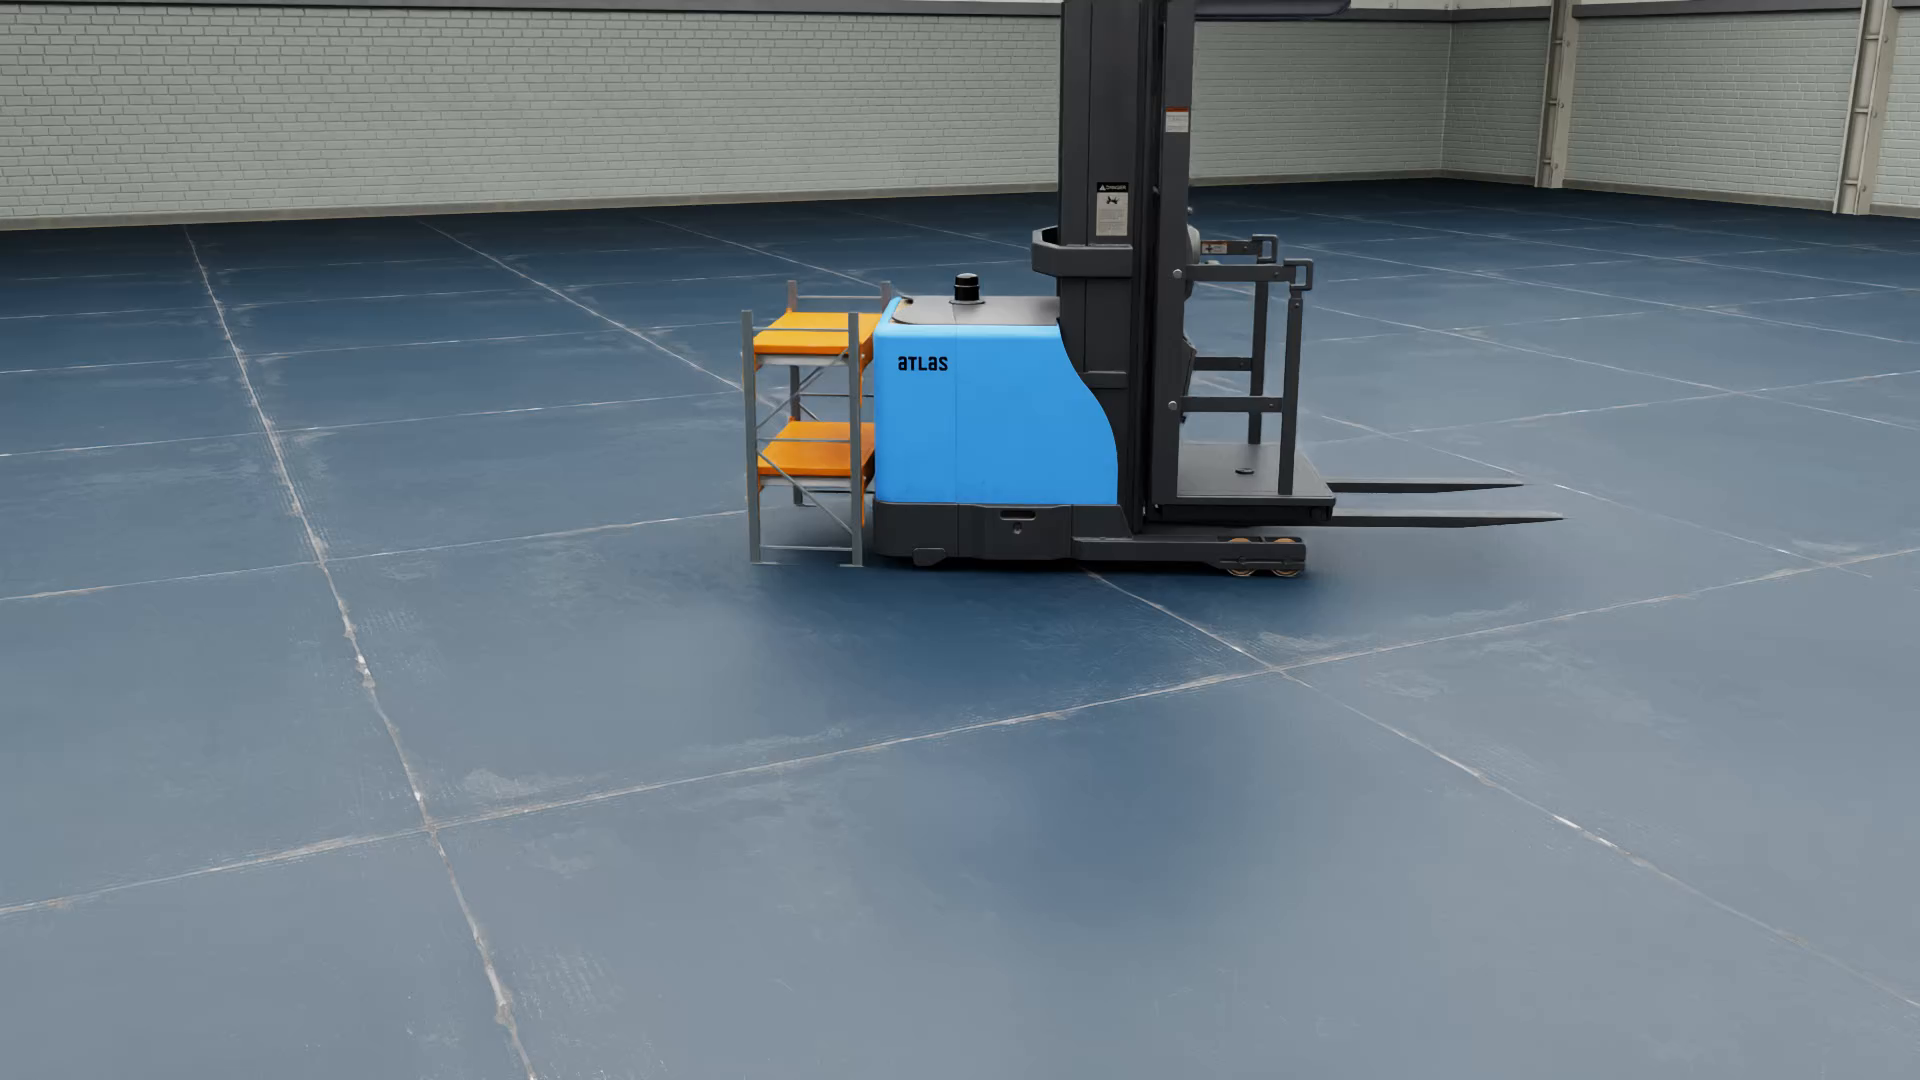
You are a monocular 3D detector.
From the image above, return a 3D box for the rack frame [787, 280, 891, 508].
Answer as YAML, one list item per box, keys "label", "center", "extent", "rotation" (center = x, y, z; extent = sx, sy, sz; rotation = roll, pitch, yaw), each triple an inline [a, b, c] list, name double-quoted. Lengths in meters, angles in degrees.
- label: "rack frame"
  center: [-0.584, -0.708, 8.180]
  extent: [0.500, 1.125, 0.032]
  rotation: [1, 16, 5]

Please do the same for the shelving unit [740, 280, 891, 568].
- label: "shelving unit"
  center: [-0.632, -0.569, 7.693]
  extent: [0.538, 1.125, 1.048]
  rotation: [1, 16, 5]

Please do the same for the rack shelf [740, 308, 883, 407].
- label: "rack shelf"
  center: [-0.632, -0.850, 7.613]
  extent: [0.538, 0.278, 1.000]
  rotation: [1, 16, 5]

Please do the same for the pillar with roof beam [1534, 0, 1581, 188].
- label: "pillar with roof beam"
  center: [6.653, -10.111, 26.669]
  extent: [9.100, 9.000, 0.400]
  rotation: [-8, 18, -25]

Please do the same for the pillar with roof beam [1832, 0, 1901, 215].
- label: "pillar with roof beam"
  center: [9.281, -8.623, 21.484]
  extent: [9.100, 9.000, 0.400]
  rotation: [-8, 18, -25]

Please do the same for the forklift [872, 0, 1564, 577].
- label: "forklift"
  center: [1.146, -1.397, 7.307]
  extent: [3.031, 2.935, 1.130]
  rotation: [1, 16, 2]

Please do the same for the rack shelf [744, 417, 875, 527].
- label: "rack shelf"
  center: [-0.632, -0.334, 7.761]
  extent: [0.538, 0.278, 1.000]
  rotation: [1, 16, 5]

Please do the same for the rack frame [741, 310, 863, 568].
- label: "rack frame"
  center: [-0.679, -0.429, 7.207]
  extent: [0.500, 1.125, 0.032]
  rotation: [1, 16, 5]
